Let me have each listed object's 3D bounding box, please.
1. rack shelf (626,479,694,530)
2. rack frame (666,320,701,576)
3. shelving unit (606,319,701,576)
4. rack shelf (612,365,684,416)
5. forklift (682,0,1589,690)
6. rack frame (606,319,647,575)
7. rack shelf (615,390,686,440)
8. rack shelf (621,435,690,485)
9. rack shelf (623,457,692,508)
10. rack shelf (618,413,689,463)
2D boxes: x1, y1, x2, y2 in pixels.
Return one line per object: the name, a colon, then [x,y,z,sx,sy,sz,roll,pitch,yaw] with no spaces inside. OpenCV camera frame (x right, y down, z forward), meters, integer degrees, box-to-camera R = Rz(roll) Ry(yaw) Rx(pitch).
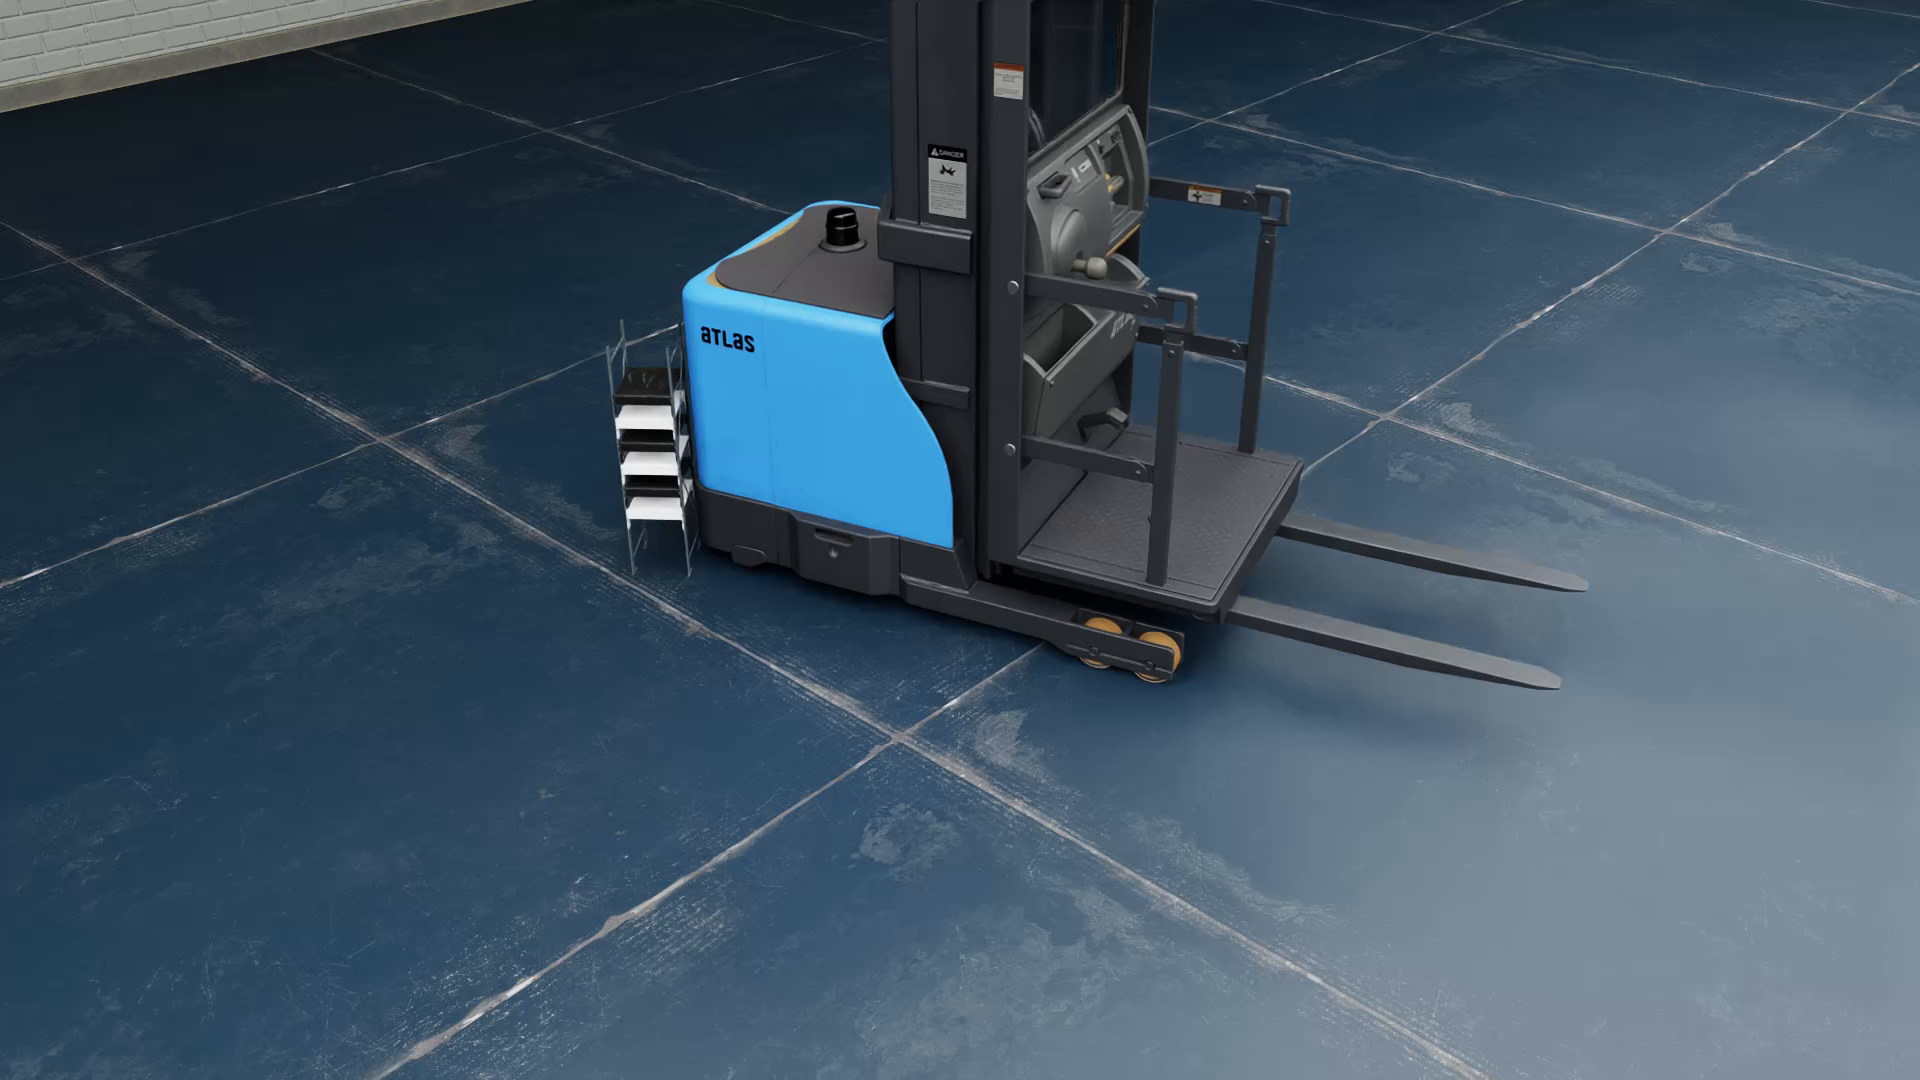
rack shelf: [-1.079,-0.135,6.014,0.200,0.077,0.258,1,31,2]
rack frame: [-0.977,-0.316,5.901,0.006,0.900,0.240,1,31,2]
shelving unit: [-1.079,-0.318,5.905,0.210,0.900,0.258,1,31,2]
rack shelf: [-1.079,-0.521,5.783,0.200,0.077,0.258,1,31,2]
forklift: [0.599,-1.099,5.234,3.031,2.935,1.130,14,34,21]
rack frame: [-1.181,-0.320,5.908,0.006,0.900,0.240,1,31,2]
rack shelf: [-1.079,-0.444,5.830,0.200,0.077,0.258,1,31,2]
rack shelf: [-1.079,-0.289,5.922,0.200,0.077,0.258,1,31,2]
rack shelf: [-1.079,-0.212,5.968,0.200,0.077,0.258,1,31,2]
rack shelf: [-1.079,-0.367,5.876,0.200,0.077,0.258,1,31,2]
